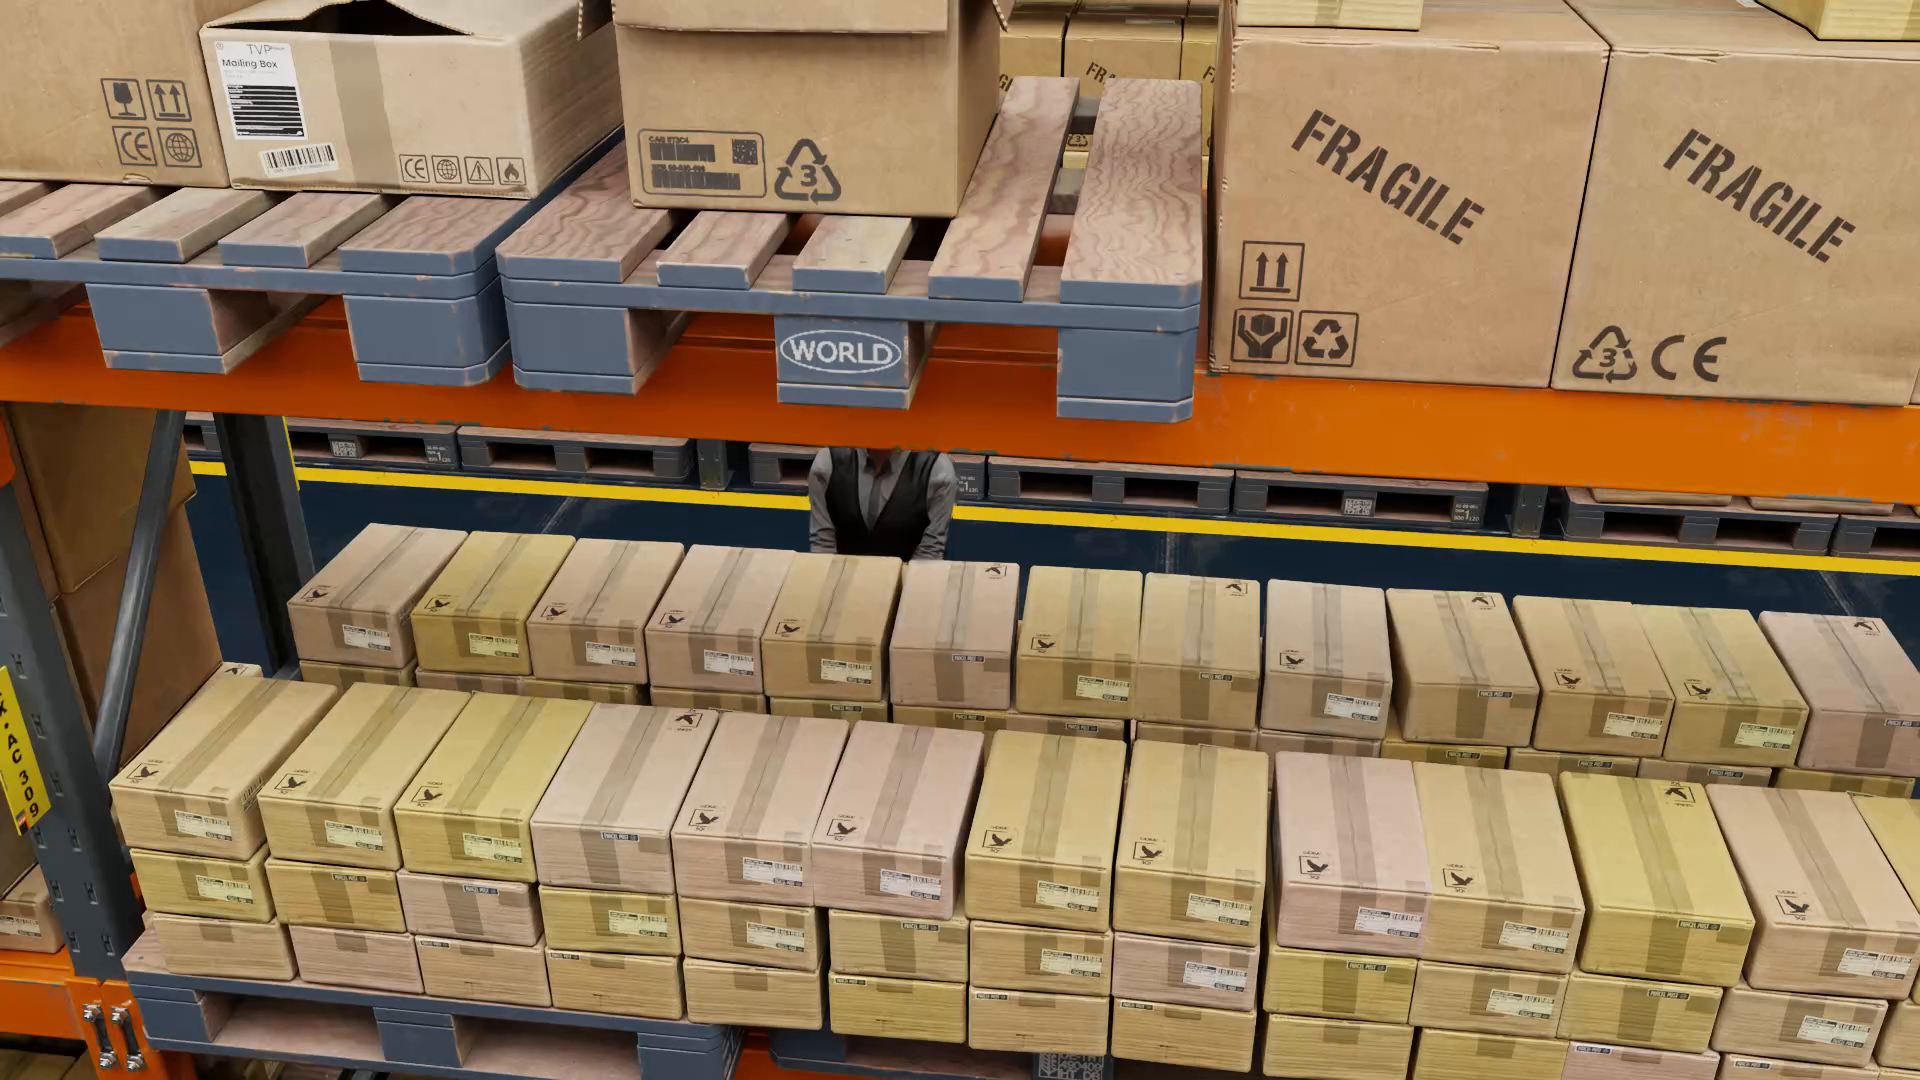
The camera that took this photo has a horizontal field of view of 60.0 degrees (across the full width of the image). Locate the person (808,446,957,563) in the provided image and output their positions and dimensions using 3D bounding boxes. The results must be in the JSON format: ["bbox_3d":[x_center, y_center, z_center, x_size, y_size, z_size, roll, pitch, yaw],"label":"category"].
[{"bbox_3d":[-0.265,0.269,5.653,0.495,1.721,0.560,3,28,6],"label":"person"}]
